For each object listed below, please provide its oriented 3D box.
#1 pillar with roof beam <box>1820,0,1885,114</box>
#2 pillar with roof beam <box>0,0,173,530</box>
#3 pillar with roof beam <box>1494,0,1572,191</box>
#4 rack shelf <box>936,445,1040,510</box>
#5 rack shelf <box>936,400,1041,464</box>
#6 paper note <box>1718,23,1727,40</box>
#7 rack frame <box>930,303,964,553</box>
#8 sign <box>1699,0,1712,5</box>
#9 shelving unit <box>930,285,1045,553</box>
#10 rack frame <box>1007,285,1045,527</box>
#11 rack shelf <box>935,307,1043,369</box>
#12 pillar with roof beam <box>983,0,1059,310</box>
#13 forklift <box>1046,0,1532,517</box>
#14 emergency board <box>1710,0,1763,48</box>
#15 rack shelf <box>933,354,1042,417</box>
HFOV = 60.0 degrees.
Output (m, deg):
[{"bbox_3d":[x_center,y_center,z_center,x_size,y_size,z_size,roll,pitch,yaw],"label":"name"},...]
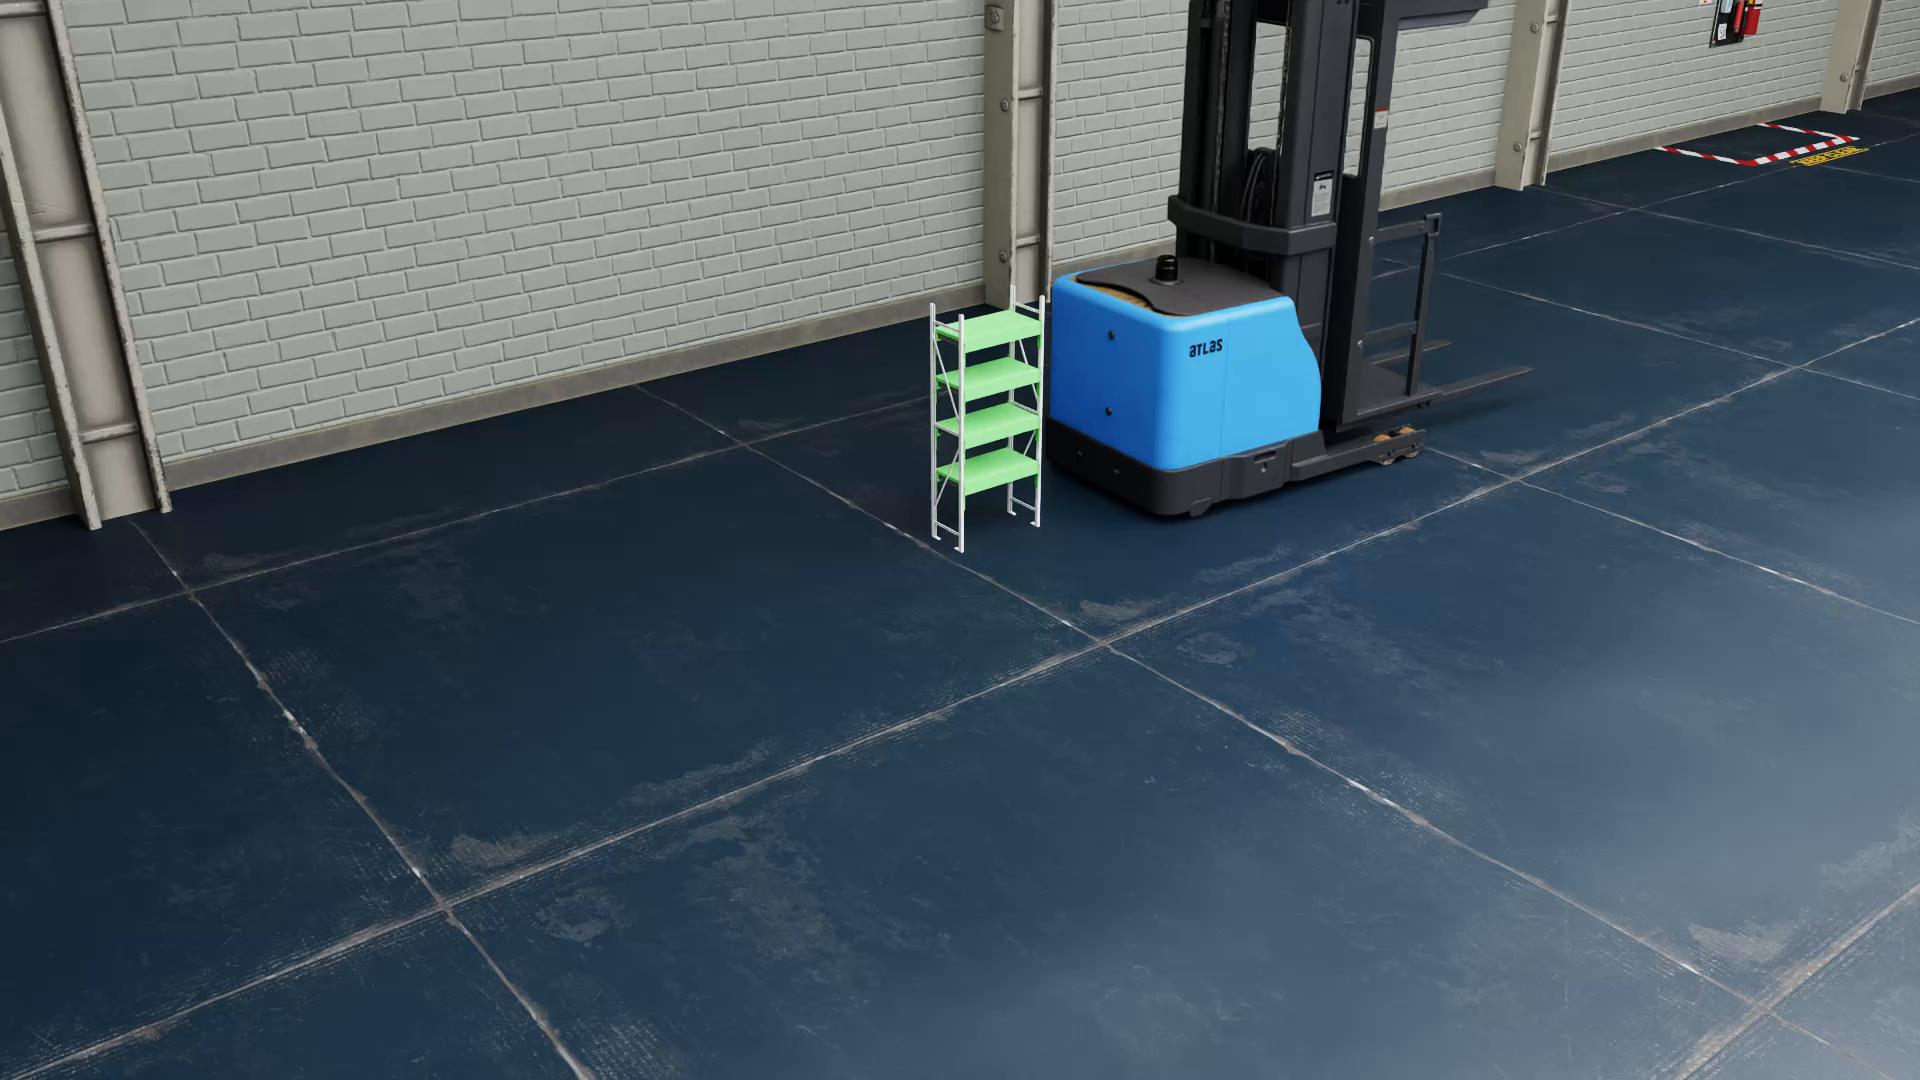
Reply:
[{"bbox_3d":[12.510,-7.483,13.683,0.400,9.000,9.100,-18,31,-34],"label":"pillar with roof beam"},{"bbox_3d":[-1.655,-2.807,3.609,0.400,9.000,9.100,-18,31,-34],"label":"pillar with roof beam"},{"bbox_3d":[7.788,-5.924,10.325,0.400,9.000,9.100,-18,31,-34],"label":"pillar with roof beam"},{"bbox_3d":[0.130,-0.312,8.218,0.480,0.148,0.258,-18,31,-34],"label":"rack shelf"},{"bbox_3d":[0.130,-0.529,8.117,0.480,0.148,0.258,-18,31,-34],"label":"rack shelf"},{"bbox_3d":[7.703,-5.136,16.799,0.142,0.148,0.016,-18,31,-34],"label":"paper note"},{"bbox_3d":[-0.062,-0.524,7.953,0.015,1.200,0.240,-18,31,-34],"label":"rack frame"},{"bbox_3d":[7.386,-5.465,16.420,0.234,0.329,0.001,-18,31,-34],"label":"sign"},{"bbox_3d":[0.130,-0.587,8.090,0.503,1.200,0.258,-18,31,-34],"label":"shelving unit"},{"bbox_3d":[0.322,-0.651,8.227,0.015,1.200,0.240,-18,31,-34],"label":"rack frame"},{"bbox_3d":[0.130,-0.965,7.915,0.480,0.148,0.258,-18,31,-34],"label":"rack shelf"},{"bbox_3d":[3.067,-4.366,6.967,0.400,9.000,9.100,-18,31,-34],"label":"pillar with roof beam"},{"bbox_3d":[1.975,-1.908,8.879,3.031,2.935,1.130,-16,29,-30],"label":"forklift"},{"bbox_3d":[7.885,-5.558,16.663,0.643,1.169,0.194,-18,31,-34],"label":"emergency board"},{"bbox_3d":[0.130,-0.747,8.016,0.480,0.148,0.258,-18,31,-34],"label":"rack shelf"}]
